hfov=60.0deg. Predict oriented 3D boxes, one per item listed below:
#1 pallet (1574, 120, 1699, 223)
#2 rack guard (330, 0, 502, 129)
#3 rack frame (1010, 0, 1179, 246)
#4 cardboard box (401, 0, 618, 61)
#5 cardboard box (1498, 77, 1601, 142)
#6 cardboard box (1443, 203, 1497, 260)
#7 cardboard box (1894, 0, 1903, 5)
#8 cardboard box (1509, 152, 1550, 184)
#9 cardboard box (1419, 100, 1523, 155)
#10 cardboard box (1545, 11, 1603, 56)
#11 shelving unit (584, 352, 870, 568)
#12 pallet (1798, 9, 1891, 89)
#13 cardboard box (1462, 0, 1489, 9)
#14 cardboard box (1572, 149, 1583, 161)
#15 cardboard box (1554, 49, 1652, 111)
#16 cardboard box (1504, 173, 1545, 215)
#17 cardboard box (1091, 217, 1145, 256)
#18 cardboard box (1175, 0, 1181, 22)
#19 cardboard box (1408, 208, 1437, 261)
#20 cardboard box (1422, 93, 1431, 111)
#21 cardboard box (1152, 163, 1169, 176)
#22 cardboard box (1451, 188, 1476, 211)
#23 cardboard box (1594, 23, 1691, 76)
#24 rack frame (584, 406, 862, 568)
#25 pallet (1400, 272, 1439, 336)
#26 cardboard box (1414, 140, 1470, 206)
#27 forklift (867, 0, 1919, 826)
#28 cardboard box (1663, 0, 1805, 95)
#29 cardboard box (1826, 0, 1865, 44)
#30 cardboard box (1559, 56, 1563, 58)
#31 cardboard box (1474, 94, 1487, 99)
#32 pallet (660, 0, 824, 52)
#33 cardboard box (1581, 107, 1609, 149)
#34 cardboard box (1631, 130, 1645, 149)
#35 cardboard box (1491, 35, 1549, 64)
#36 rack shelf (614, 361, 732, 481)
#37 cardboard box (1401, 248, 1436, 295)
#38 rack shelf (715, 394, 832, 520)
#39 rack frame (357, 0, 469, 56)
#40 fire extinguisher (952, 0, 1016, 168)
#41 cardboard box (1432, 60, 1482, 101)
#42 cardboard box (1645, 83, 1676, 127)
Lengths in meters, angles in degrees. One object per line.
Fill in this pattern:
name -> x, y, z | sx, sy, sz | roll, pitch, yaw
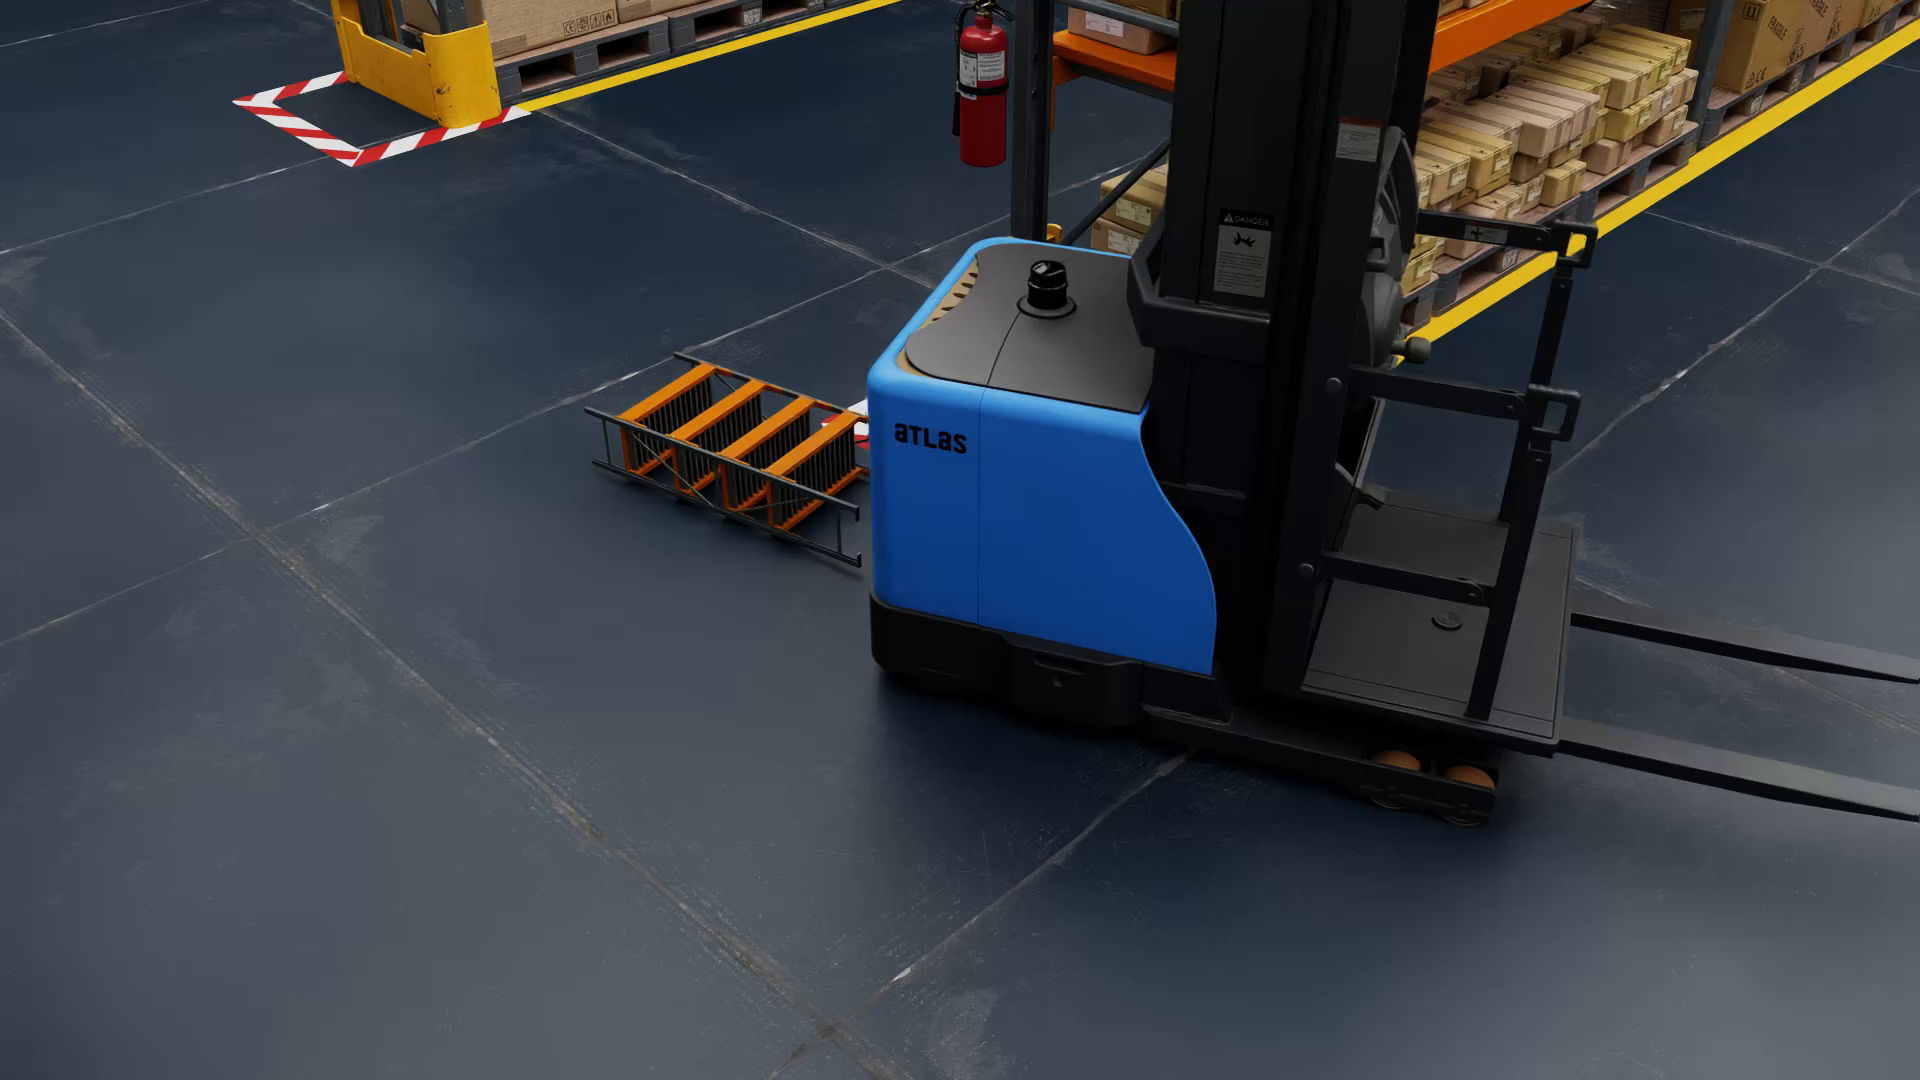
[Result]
pallet -> 2.959, -1.971, 8.391 | 1.003, 0.211, 1.213 | 30, 45, 35
rack guard -> -3.012, -2.697, 9.180 | 1.175, 0.500, 0.348 | 30, 45, 35
rack frame -> 0.589, -1.778, 5.677 | 1.000, 3.000, 0.127 | 30, 45, 35
cardboard box -> -2.601, -3.161, 9.533 | 0.875, 0.438, 0.875 | 28, 44, 34
cardboard box -> 2.656, -1.954, 7.535 | 0.380, 0.149, 0.250 | 27, 43, 33
cardboard box -> 2.089, -1.375, 7.224 | 0.380, 0.149, 0.250 | 27, 43, 33
cardboard box -> 5.579, -3.590, 10.094 | 0.500, 0.500, 0.500 | -28, 44, -34
cardboard box -> 2.438, -1.765, 7.524 | 0.380, 0.149, 0.250 | 27, 43, 33
cardboard box -> 2.222, -1.783, 7.290 | 0.380, 0.149, 0.250 | 30, 45, 35
cardboard box -> 3.018, -2.592, 8.449 | 0.250, 0.149, 0.380 | -28, 44, -34
shelving unit -> -0.707, -0.311, 5.939 | 1.200, 0.258, 0.503 | 20, 40, 26
pallet -> 4.815, -3.072, 9.970 | 1.003, 0.211, 1.213 | 30, 45, 35
cardboard box -> 1.915, -2.231, 6.546 | 0.380, 0.149, 0.250 | 29, 44, 34
cardboard box -> 2.718, -1.845, 7.898 | 0.380, 0.149, 0.250 | 28, 44, 34
cardboard box -> 3.019, -2.175, 7.852 | 0.380, 0.149, 0.250 | 29, 44, 35
cardboard box -> 2.412, -1.609, 7.560 | 0.250, 0.149, 0.380 | -29, 44, -35
cardboard box -> 0.759, -1.232, 6.759 | 0.380, 0.149, 0.250 | 28, 44, 34
cardboard box -> 1.102, -2.012, 5.665 | 0.500, 0.500, 0.500 | -28, 43, -34
cardboard box -> 1.741, -1.296, 6.851 | 0.250, 0.149, 0.380 | -28, 44, -34
cardboard box -> 1.898, -1.968, 7.554 | 0.250, 0.149, 0.380 | -30, 45, -35
cardboard box -> 1.000, -1.420, 6.769 | 0.250, 0.149, 0.380 | -29, 44, -35
cardboard box -> 2.022, -1.568, 7.242 | 0.250, 0.149, 0.380 | -27, 43, -33
cardboard box -> 3.341, -2.399, 8.173 | 0.250, 0.149, 0.380 | -29, 44, -34
rack frame -> -0.839, -0.194, 5.770 | 1.200, 0.240, 0.015 | 20, 40, 26
pallet -> 1.240, -0.980, 6.971 | 1.003, 0.211, 1.213 | 30, 45, 35
cardboard box -> 1.895, -1.554, 6.961 | 0.250, 0.149, 0.380 | -28, 44, -34
forklift -> 1.301, -0.754, 4.269 | 3.031, 2.935, 1.130 | 12, 37, 16
cardboard box -> 4.116, -2.741, 8.877 | 0.500, 0.500, 0.500 | -28, 44, -34
cardboard box -> 4.847, -3.175, 9.498 | 0.500, 0.500, 0.500 | -29, 44, -35
cardboard box -> 2.925, -2.508, 8.589 | 0.250, 0.149, 0.380 | -28, 43, -34
cardboard box -> 2.472, -2.147, 8.072 | 0.380, 0.149, 0.250 | 27, 43, 33
pallet -> -1.627, -3.437, 10.493 | 1.003, 0.211, 1.213 | 30, 45, 35
cardboard box -> 2.807, -1.977, 7.828 | 0.250, 0.149, 0.380 | -29, 44, -35
cardboard box -> 3.130, -2.036, 8.172 | 0.250, 0.149, 0.380 | -29, 44, -34
cardboard box -> 2.638, -2.381, 8.148 | 0.380, 0.149, 0.250 | 29, 44, 35
rack shelf -> -1.038, -0.433, 6.113 | 0.148, 0.258, 0.480 | 20, 40, 26
cardboard box -> 1.740, -1.167, 6.926 | 0.250, 0.149, 0.380 | -29, 44, -35
rack shelf -> -0.651, -0.290, 5.909 | 0.148, 0.258, 0.480 | 20, 40, 26
rack frame -> -2.995, -3.732, 8.478 | 1.000, 3.000, 0.127 | 30, 45, 35
fire extinguisher -> 0.084, -1.677, 5.926 | 0.296, 0.674, 0.183 | 30, 45, 35
cardboard box -> 2.233, -2.196, 7.882 | 0.250, 0.149, 0.380 | -29, 44, -35
cardboard box -> 3.229, -2.155, 8.083 | 0.380, 0.149, 0.250 | 27, 43, 33
